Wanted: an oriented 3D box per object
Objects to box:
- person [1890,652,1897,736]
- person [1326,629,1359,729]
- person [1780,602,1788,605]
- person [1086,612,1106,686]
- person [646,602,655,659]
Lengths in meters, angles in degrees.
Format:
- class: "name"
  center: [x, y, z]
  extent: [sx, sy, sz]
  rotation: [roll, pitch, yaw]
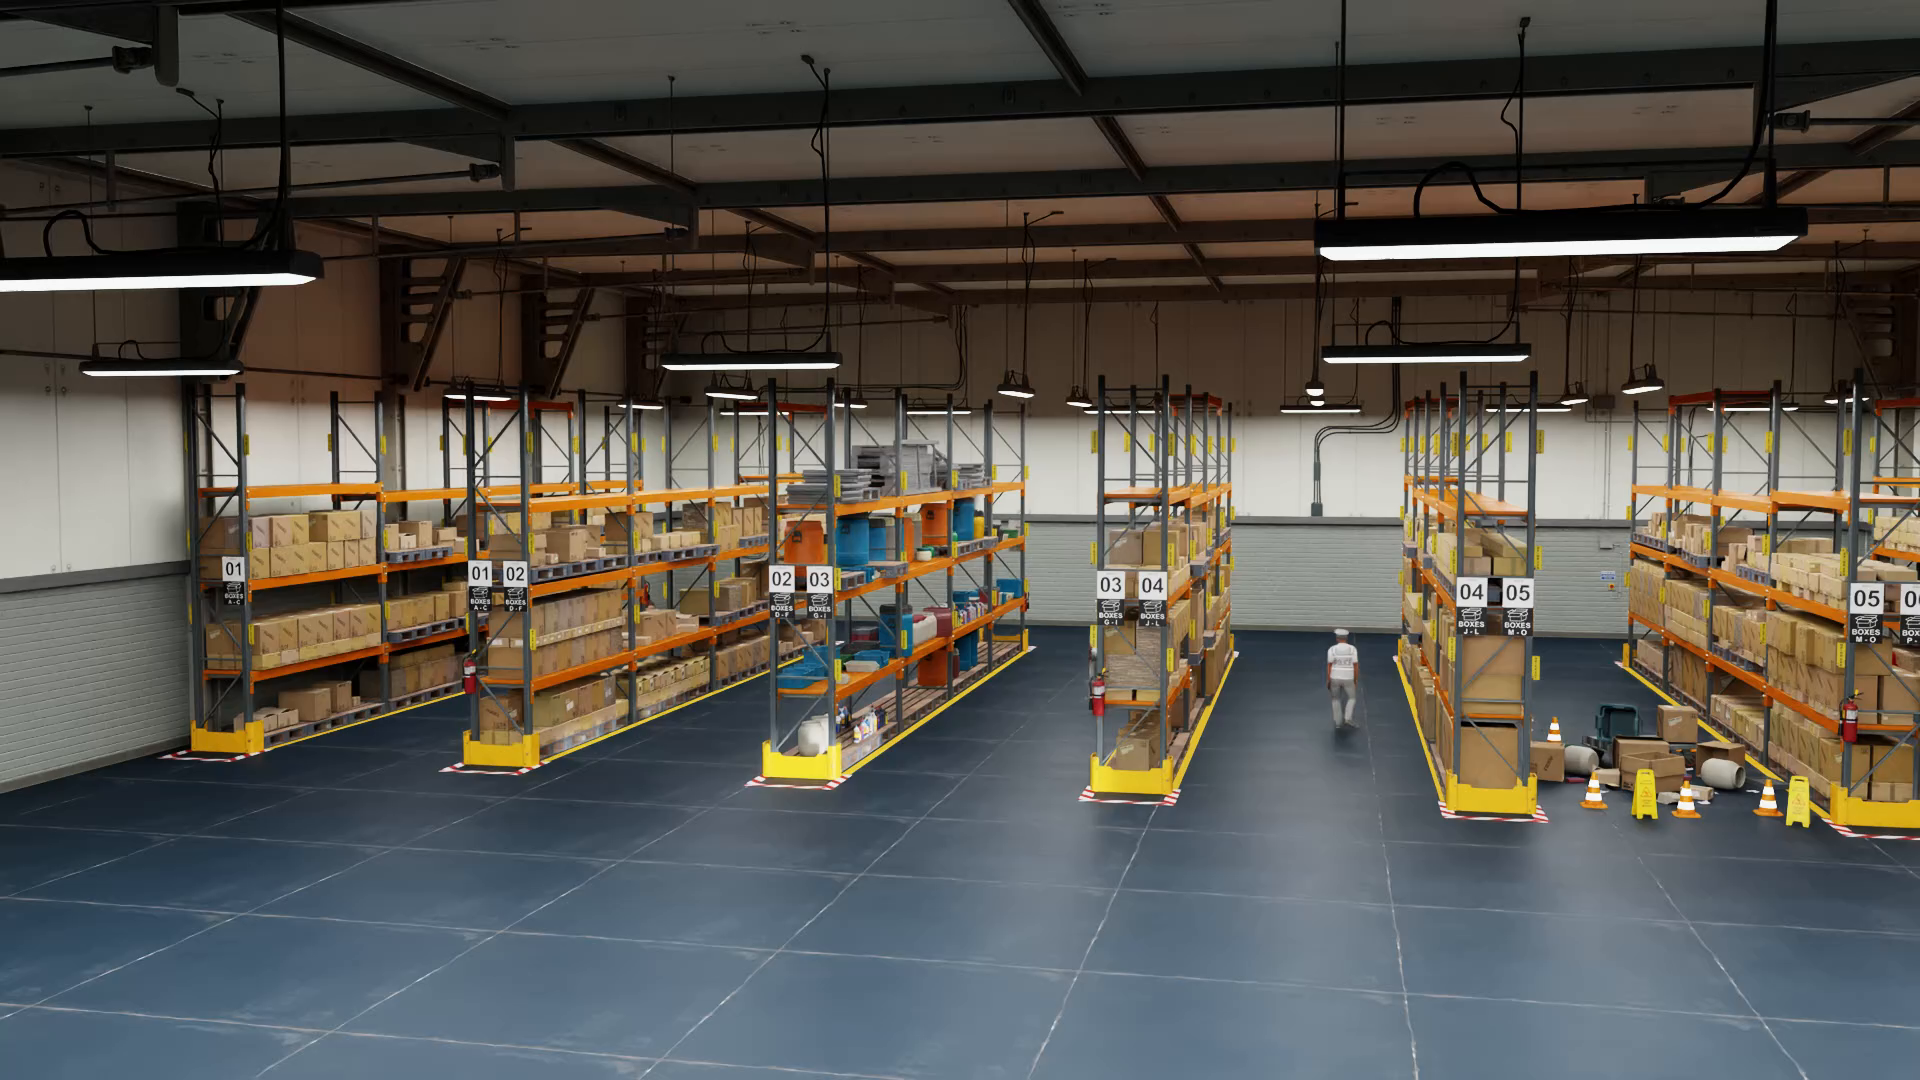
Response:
- class: "person"
  center: [15.804, 2.546, 28.485]
  extent: [0.540, 1.785, 0.599]
  rotation: [0, 3, 6]
- class: "person"
  center: [6.736, 2.450, 29.263]
  extent: [0.568, 1.763, 0.552]
  rotation: [1, 3, 15]
- class: "person"
  center: [18.784, 2.023, 37.737]
  extent: [1.014, 1.625, 0.489]
  rotation: [1, 3, 18]
- class: "person"
  center: [2.735, 2.126, 32.695]
  extent: [0.556, 1.464, 0.784]
  rotation: [0, 3, 8]
- class: "person"
  center: [-6.647, 2.137, 35.675]
  extent: [0.436, 1.615, 0.961]
  rotation: [0, 3, 3]
